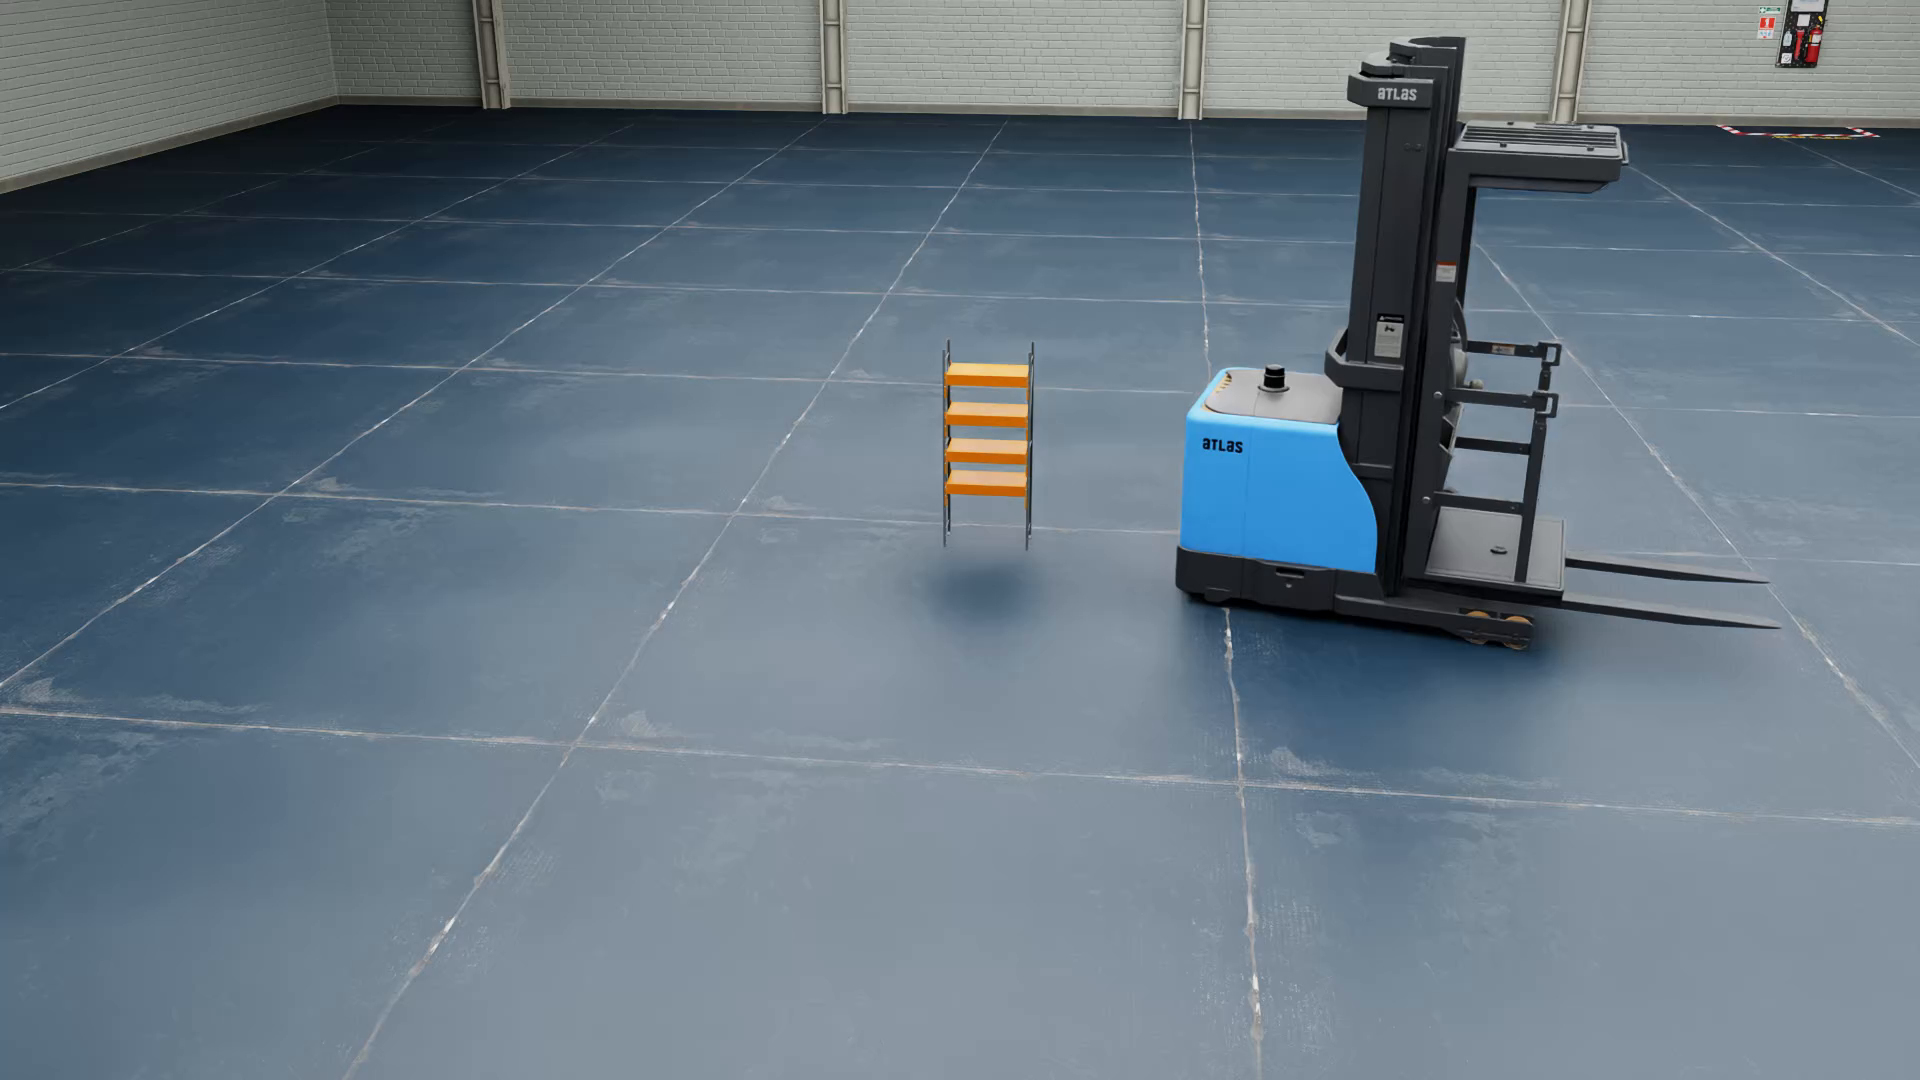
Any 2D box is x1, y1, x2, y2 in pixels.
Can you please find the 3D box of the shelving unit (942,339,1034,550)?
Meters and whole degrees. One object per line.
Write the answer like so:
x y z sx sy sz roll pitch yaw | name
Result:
0.164 -0.551 9.701 0.503 1.200 0.258 2 22 6 | shelving unit

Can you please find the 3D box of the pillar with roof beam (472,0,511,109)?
-8.589 -10.166 23.414 0.400 9.000 9.100 2 22 6 | pillar with roof beam

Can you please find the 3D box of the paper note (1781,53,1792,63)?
13.134 -7.653 26.417 0.142 0.148 0.016 2 22 6 | paper note

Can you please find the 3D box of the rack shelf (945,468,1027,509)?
0.164 -0.304 9.799 0.480 0.148 0.258 2 22 6 | rack shelf

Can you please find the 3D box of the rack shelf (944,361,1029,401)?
0.164 -0.916 9.557 0.480 0.148 0.258 2 22 6 | rack shelf

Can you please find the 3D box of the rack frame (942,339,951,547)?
-0.078 -0.561 9.728 0.015 1.200 0.240 2 22 6 | rack frame

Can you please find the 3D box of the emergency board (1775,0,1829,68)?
13.301 -8.030 26.172 0.643 1.169 0.194 2 22 6 | emergency board

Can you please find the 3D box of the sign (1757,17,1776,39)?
12.764 -8.108 26.321 0.234 0.329 0.001 2 22 6 | sign

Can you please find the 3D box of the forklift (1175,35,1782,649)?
2.754 -1.023 8.541 3.031 2.935 1.130 7 23 18 | forklift

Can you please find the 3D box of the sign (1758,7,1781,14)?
12.768 -8.351 26.215 0.331 0.109 0.001 2 22 6 | sign

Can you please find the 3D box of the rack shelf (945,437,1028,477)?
0.164 -0.488 9.726 0.480 0.148 0.258 2 22 6 | rack shelf

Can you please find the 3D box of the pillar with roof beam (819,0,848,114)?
-2.631 -9.906 22.757 0.400 9.000 9.100 2 22 6 | pillar with roof beam

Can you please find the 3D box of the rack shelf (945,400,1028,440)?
0.164 -0.696 9.644 0.480 0.148 0.258 2 22 6 | rack shelf

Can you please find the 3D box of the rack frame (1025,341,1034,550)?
0.407 -0.540 9.674 0.015 1.200 0.240 2 22 6 | rack frame

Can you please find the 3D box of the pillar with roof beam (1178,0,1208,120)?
3.328 -9.647 22.101 0.400 9.000 9.100 2 22 6 | pillar with roof beam

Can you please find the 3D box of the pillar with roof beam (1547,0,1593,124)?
9.286 -9.387 21.444 0.400 9.000 9.100 2 22 6 | pillar with roof beam
